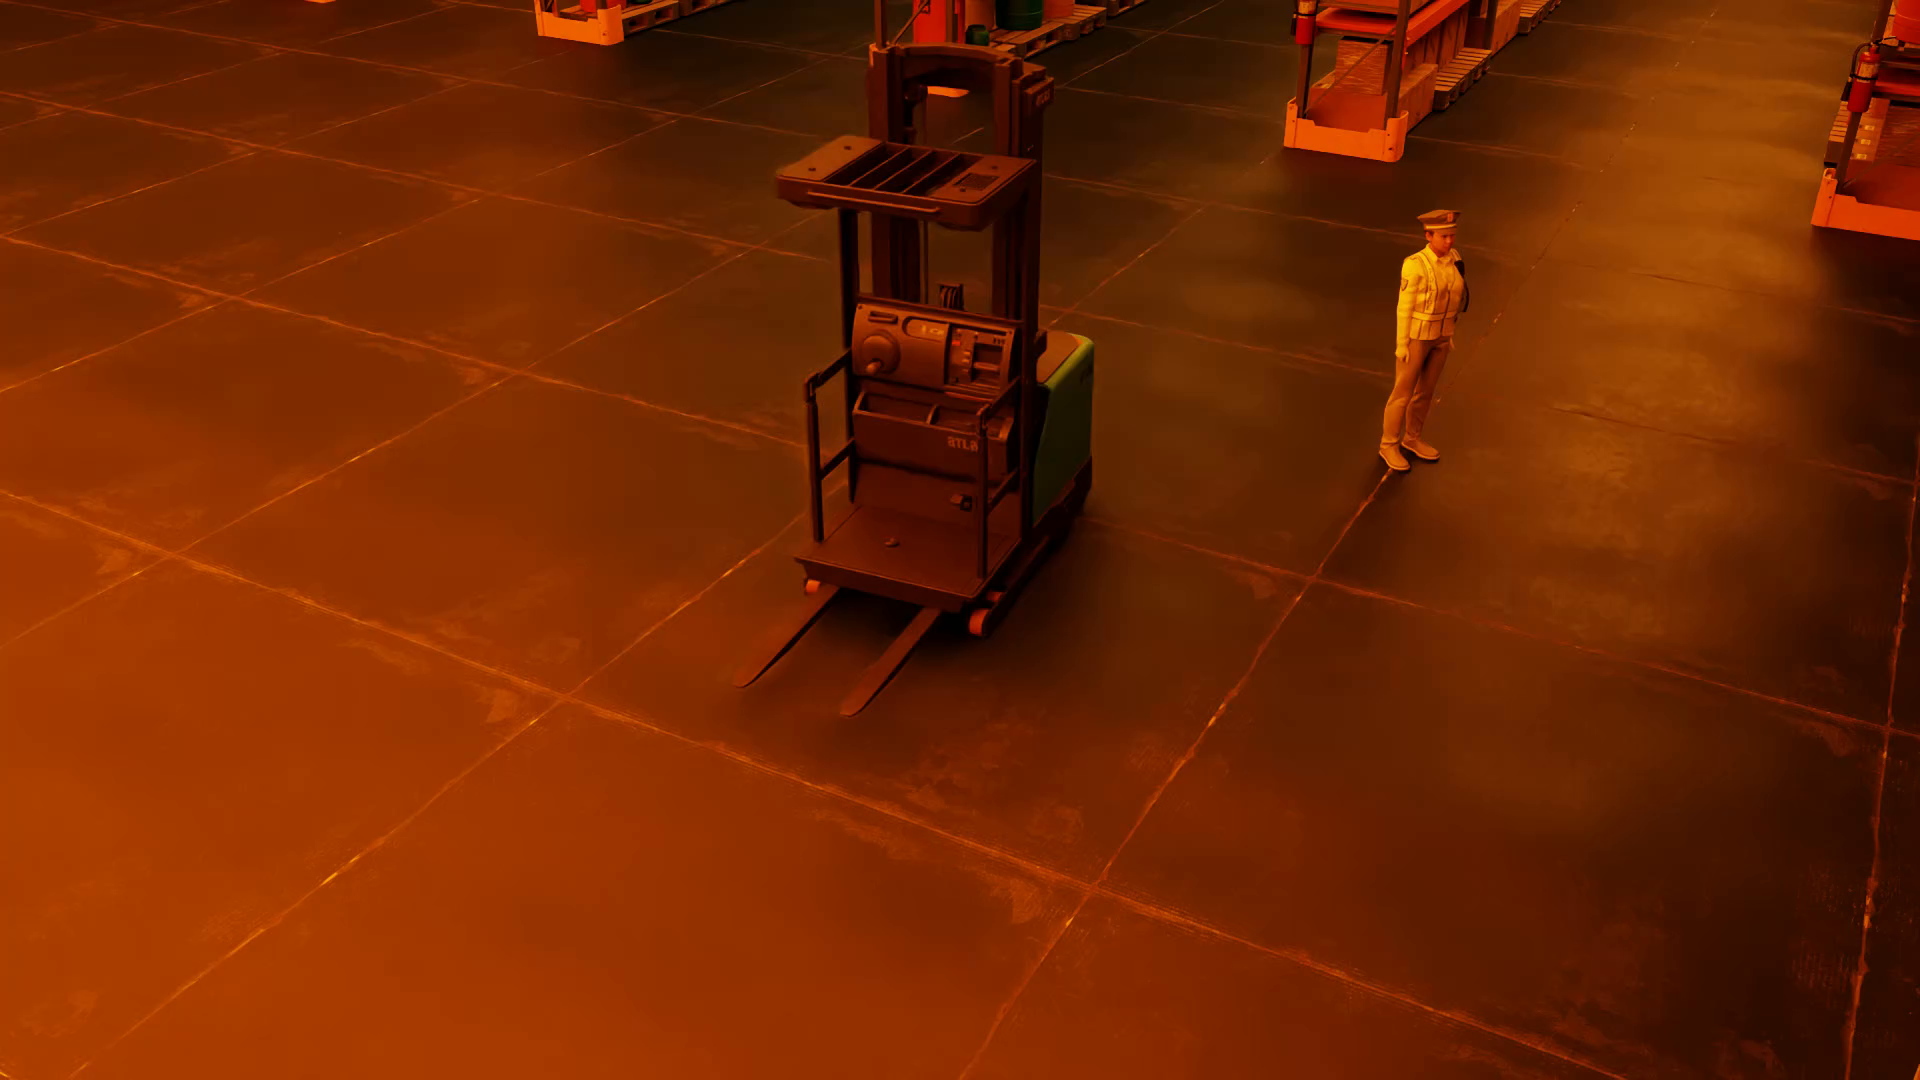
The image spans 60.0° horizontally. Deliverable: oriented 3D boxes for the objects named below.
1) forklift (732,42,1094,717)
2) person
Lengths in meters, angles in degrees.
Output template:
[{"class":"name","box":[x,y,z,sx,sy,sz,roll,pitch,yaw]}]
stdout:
[{"class":"forklift","box":[-0.231,-0.980,8.769,1.130,2.935,3.031,12,32,20]},{"class":"person","box":[2.957,-1.285,10.542,0.463,1.692,0.339,-16,34,-26]}]
